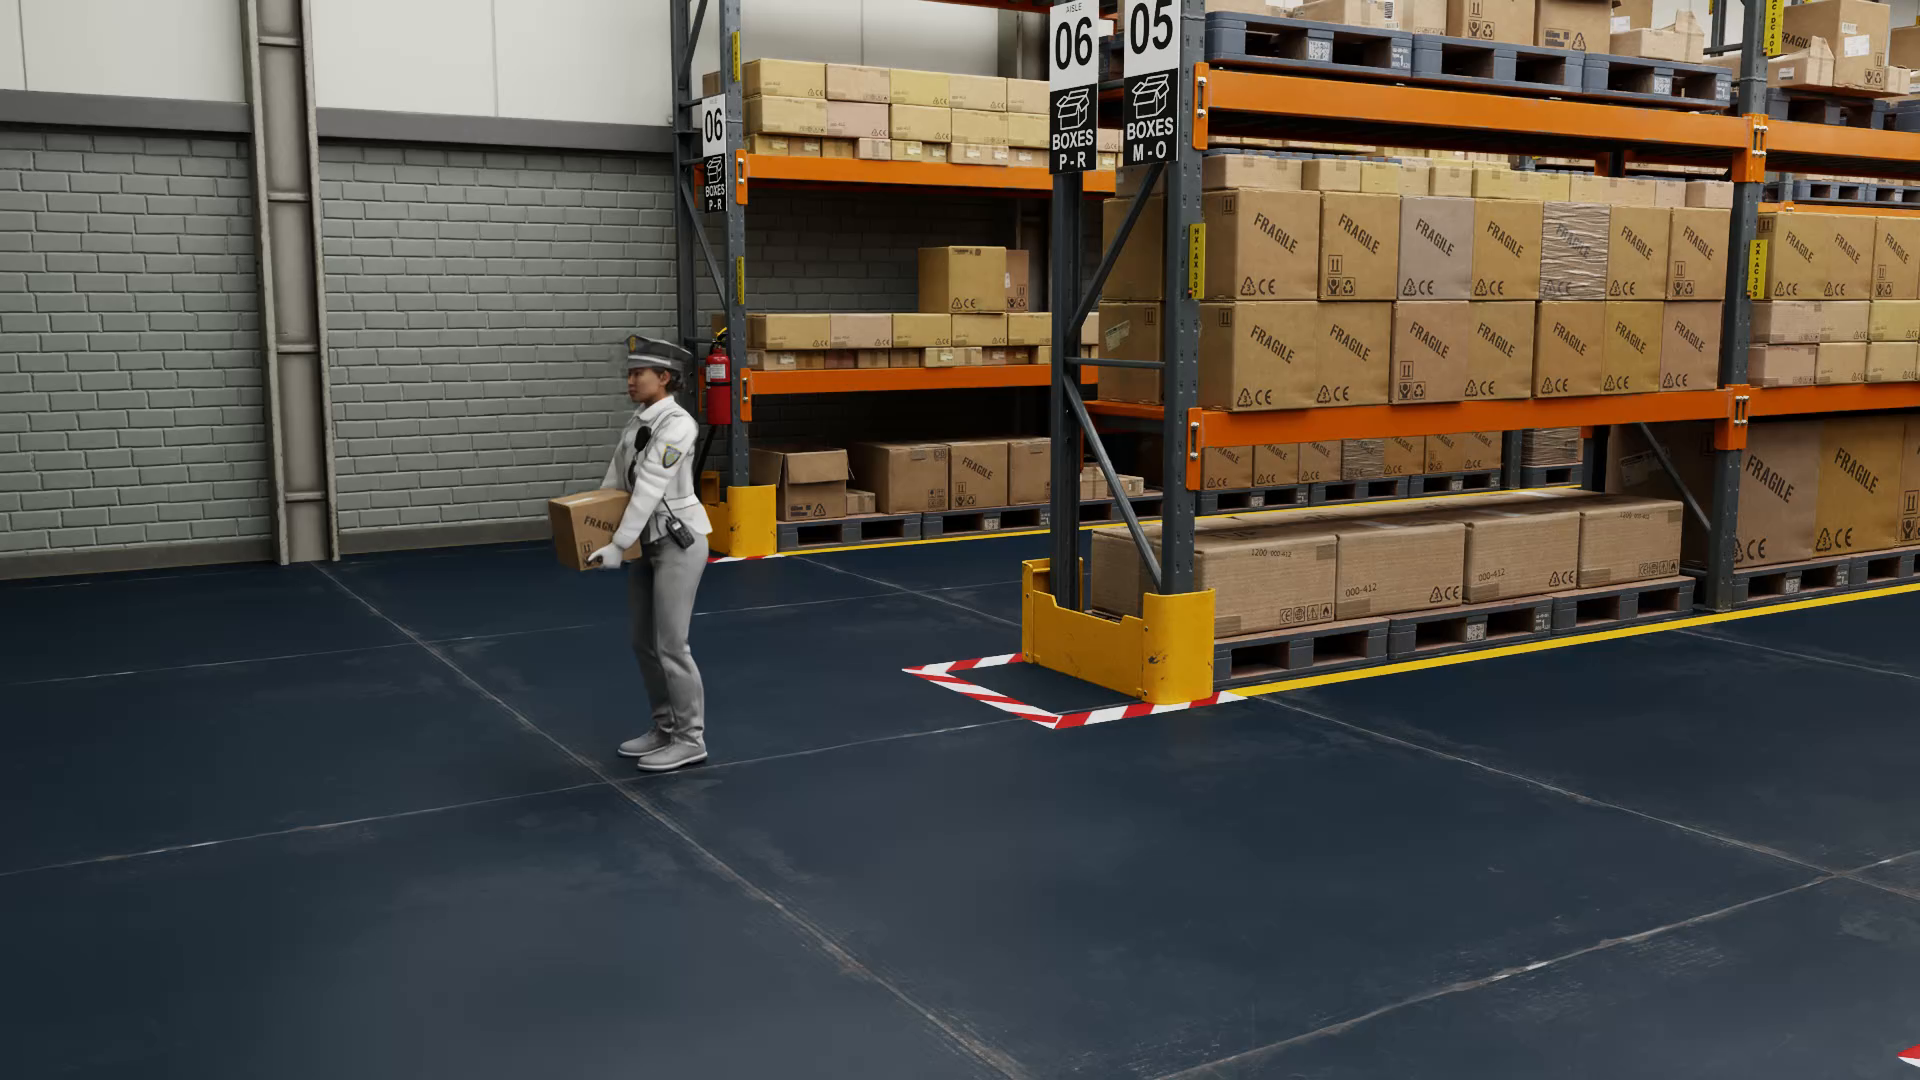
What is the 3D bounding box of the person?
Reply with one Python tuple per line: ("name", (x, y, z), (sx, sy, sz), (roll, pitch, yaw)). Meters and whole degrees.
("person", (-1.232, 0.048, 6.459), (0.530, 1.684, 0.416), (-5, 10, -32))
